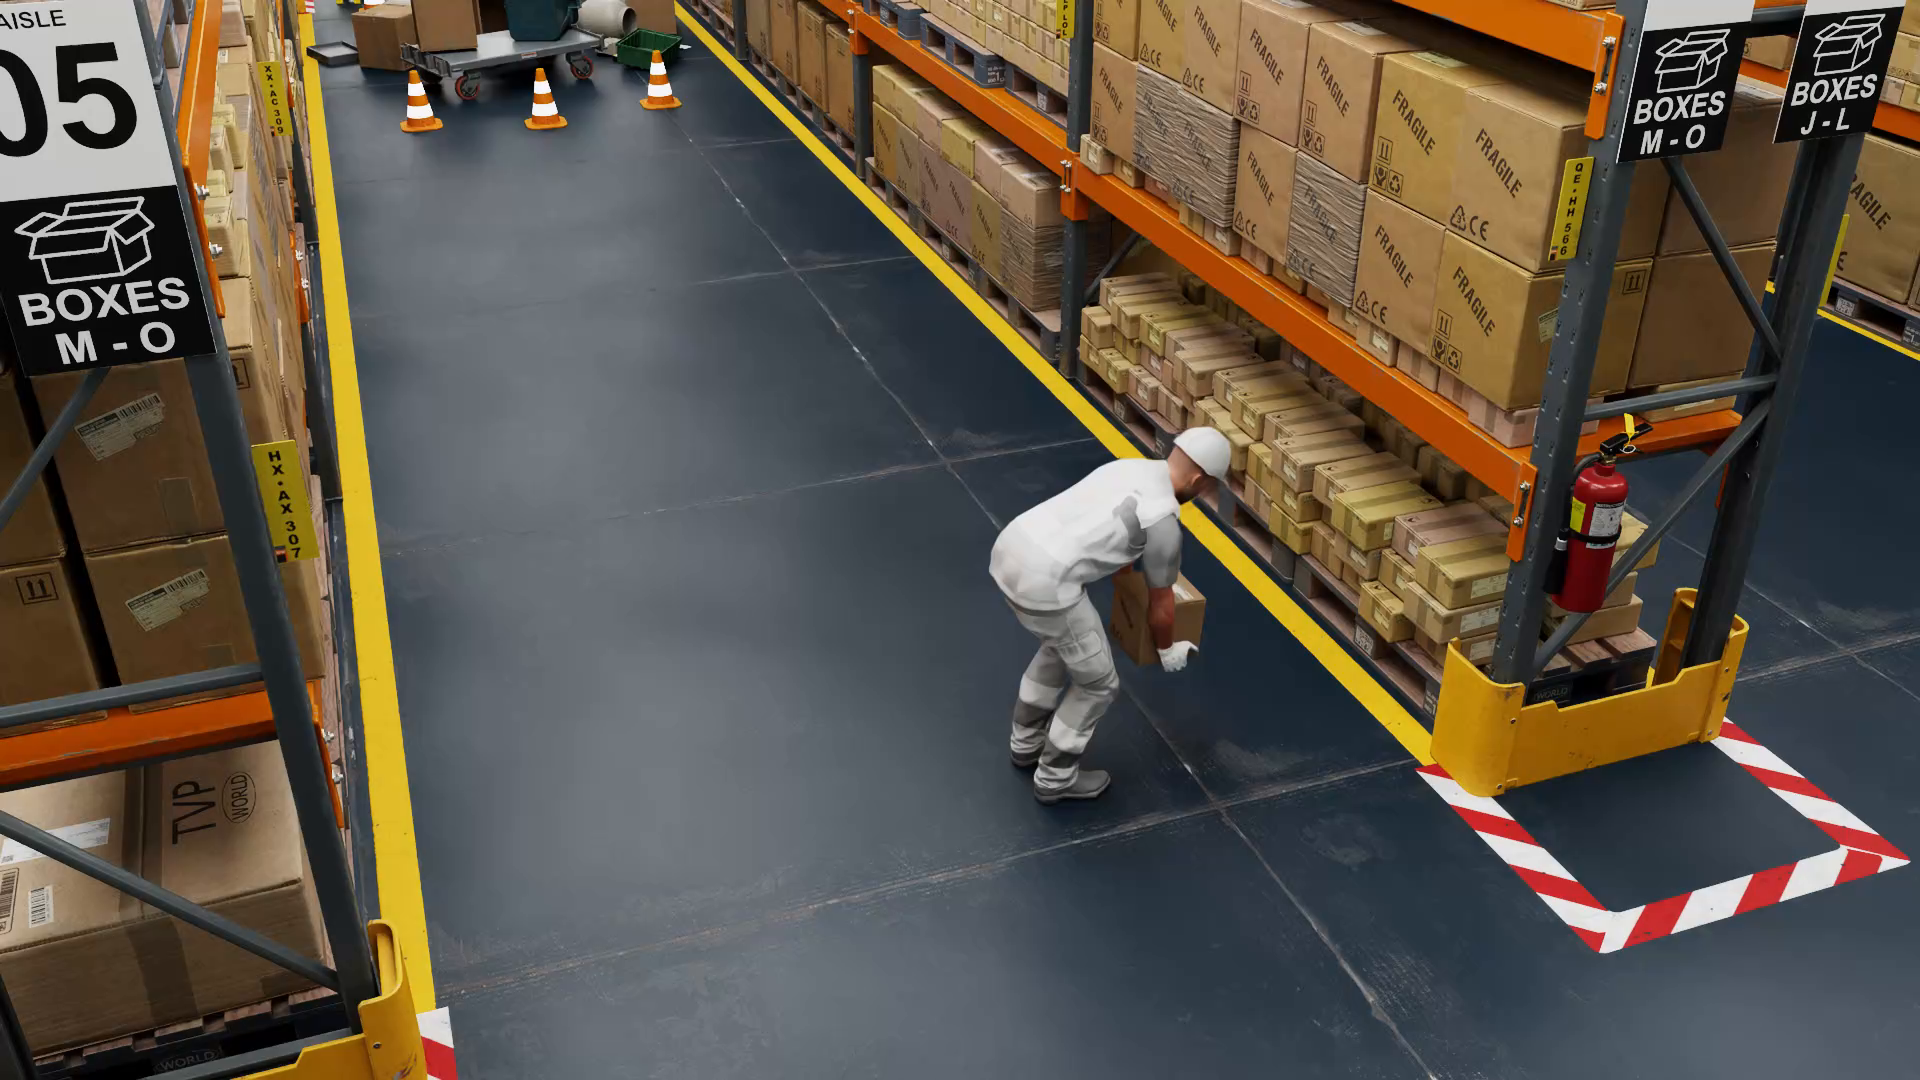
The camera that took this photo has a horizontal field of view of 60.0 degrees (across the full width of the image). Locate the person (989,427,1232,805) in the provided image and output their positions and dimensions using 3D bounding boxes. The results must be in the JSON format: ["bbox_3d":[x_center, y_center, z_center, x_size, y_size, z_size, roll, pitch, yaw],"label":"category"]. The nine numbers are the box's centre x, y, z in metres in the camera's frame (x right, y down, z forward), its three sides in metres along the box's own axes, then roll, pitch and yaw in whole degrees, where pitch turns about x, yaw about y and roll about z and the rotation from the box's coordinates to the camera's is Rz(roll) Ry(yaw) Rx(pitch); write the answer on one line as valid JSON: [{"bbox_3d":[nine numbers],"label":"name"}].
[{"bbox_3d":[0.552,0.262,6.078,0.899,1.354,0.497,-11,32,-19],"label":"person"}]
